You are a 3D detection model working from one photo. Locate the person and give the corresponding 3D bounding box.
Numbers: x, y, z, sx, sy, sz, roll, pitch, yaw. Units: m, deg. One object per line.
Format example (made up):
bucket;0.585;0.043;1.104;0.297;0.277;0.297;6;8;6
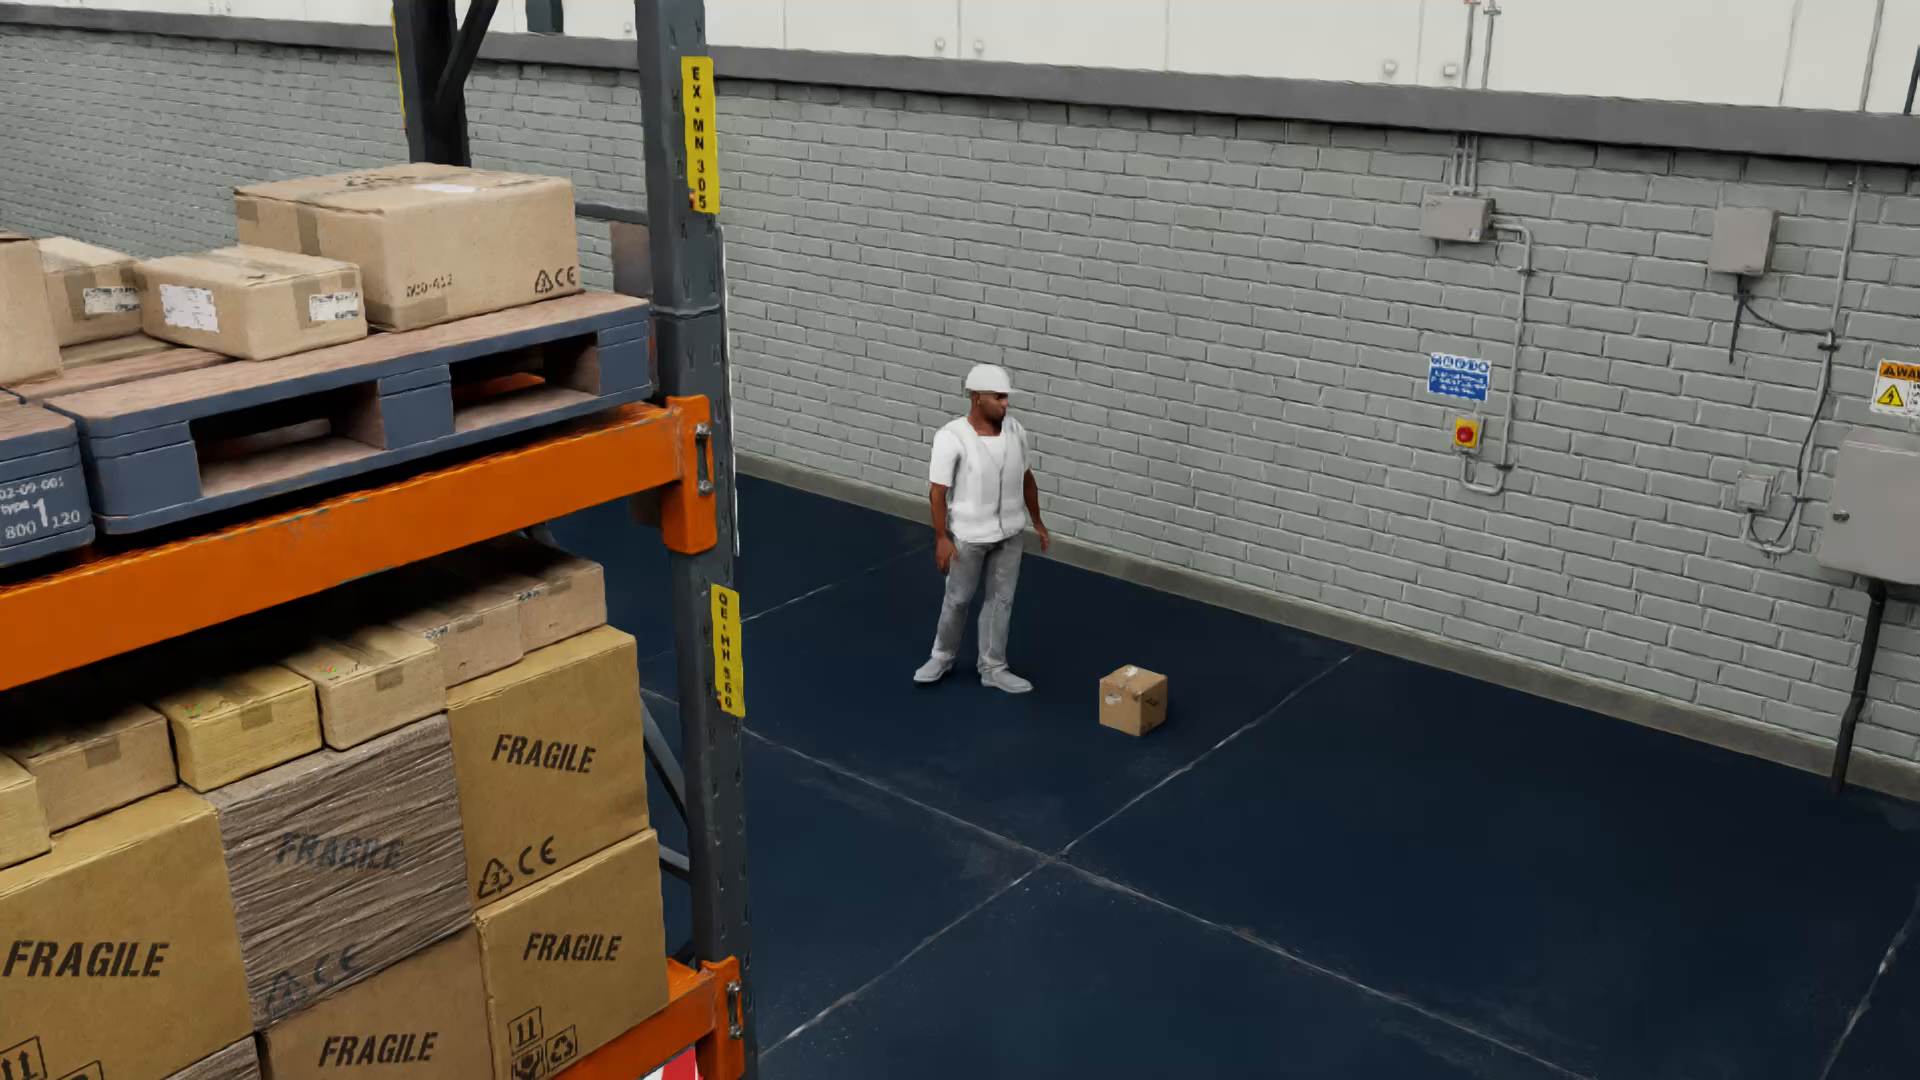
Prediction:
person;0.091;-0.057;8.692;0.651;1.763;0.524;-10;22;-26
